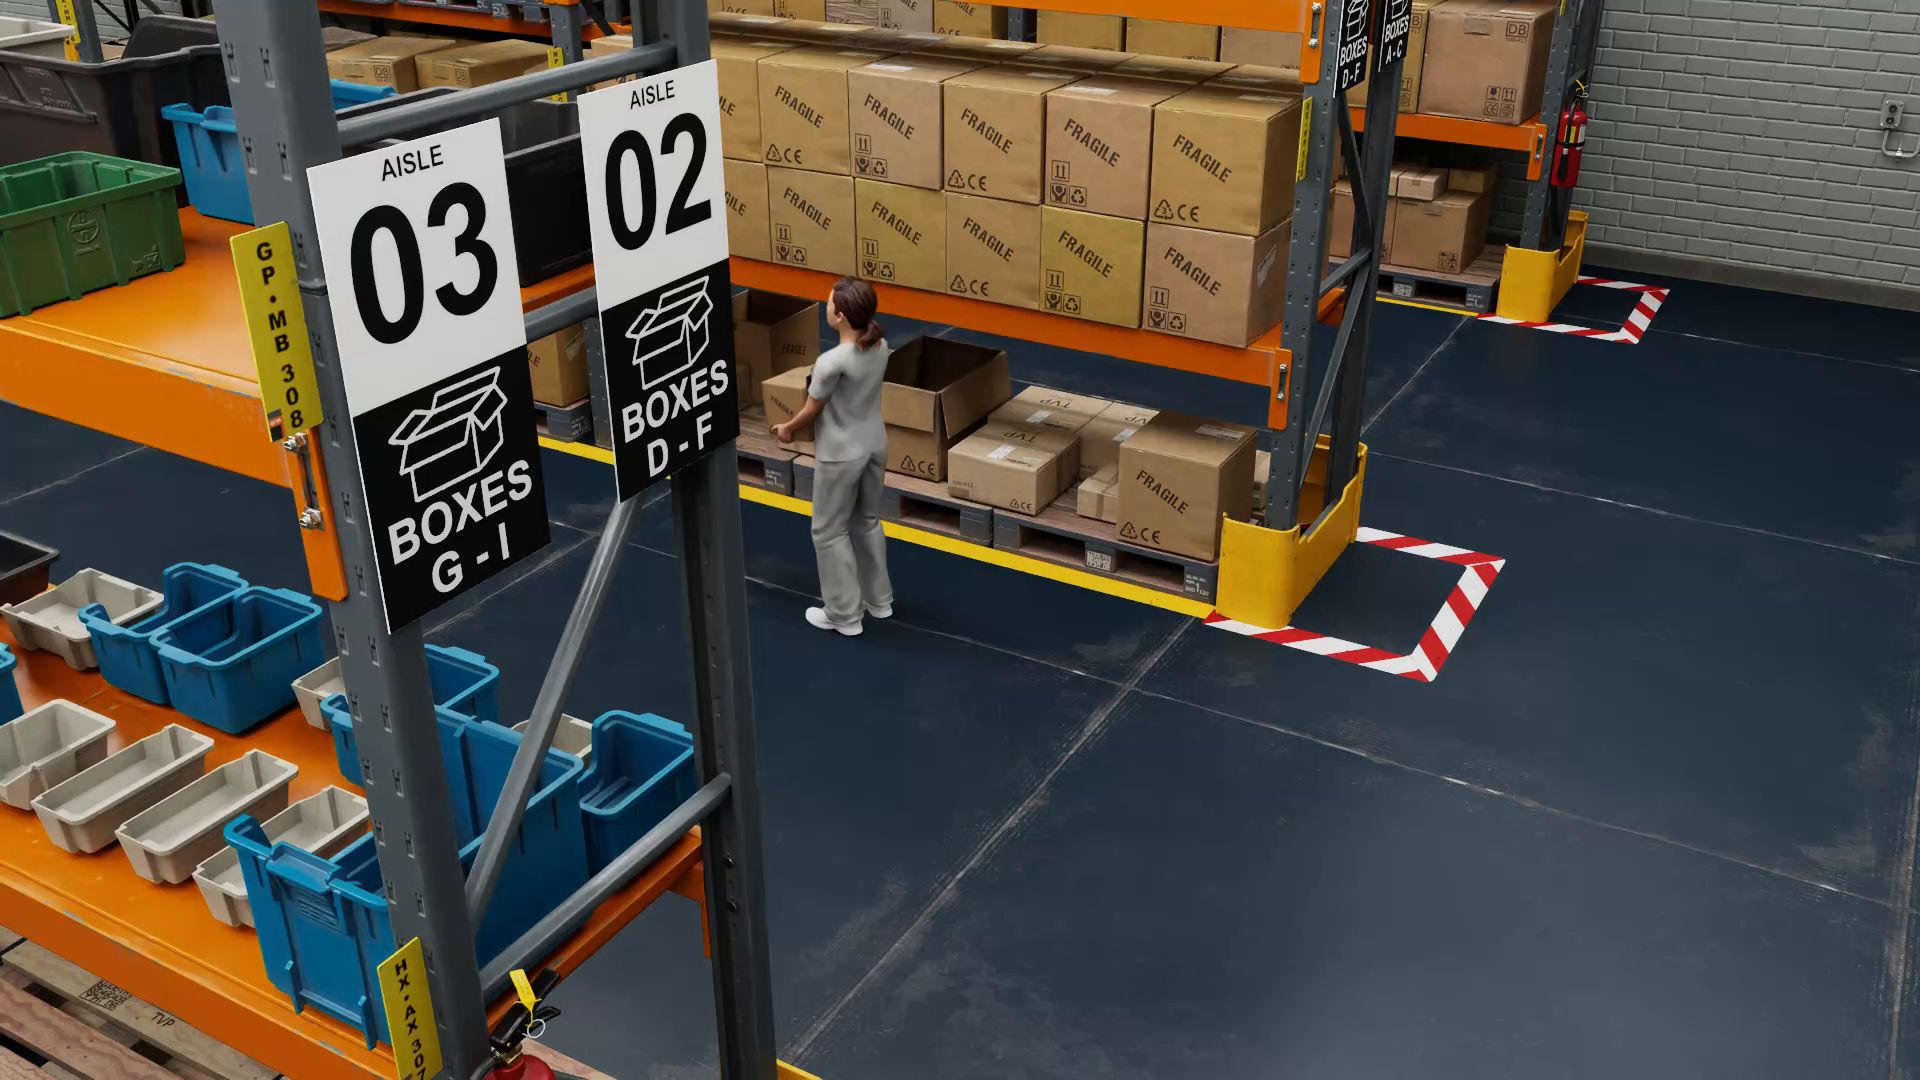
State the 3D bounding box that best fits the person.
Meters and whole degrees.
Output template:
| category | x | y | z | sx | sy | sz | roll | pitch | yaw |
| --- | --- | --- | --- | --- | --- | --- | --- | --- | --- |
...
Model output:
| category | x | y | z | sx | sy | sz | roll | pitch | yaw |
| --- | --- | --- | --- | --- | --- | --- | --- | --- | --- |
| person | -0.544 | -0.389 | 7.406 | 0.554 | 1.666 | 0.436 | 19 | 32 | 33 |
